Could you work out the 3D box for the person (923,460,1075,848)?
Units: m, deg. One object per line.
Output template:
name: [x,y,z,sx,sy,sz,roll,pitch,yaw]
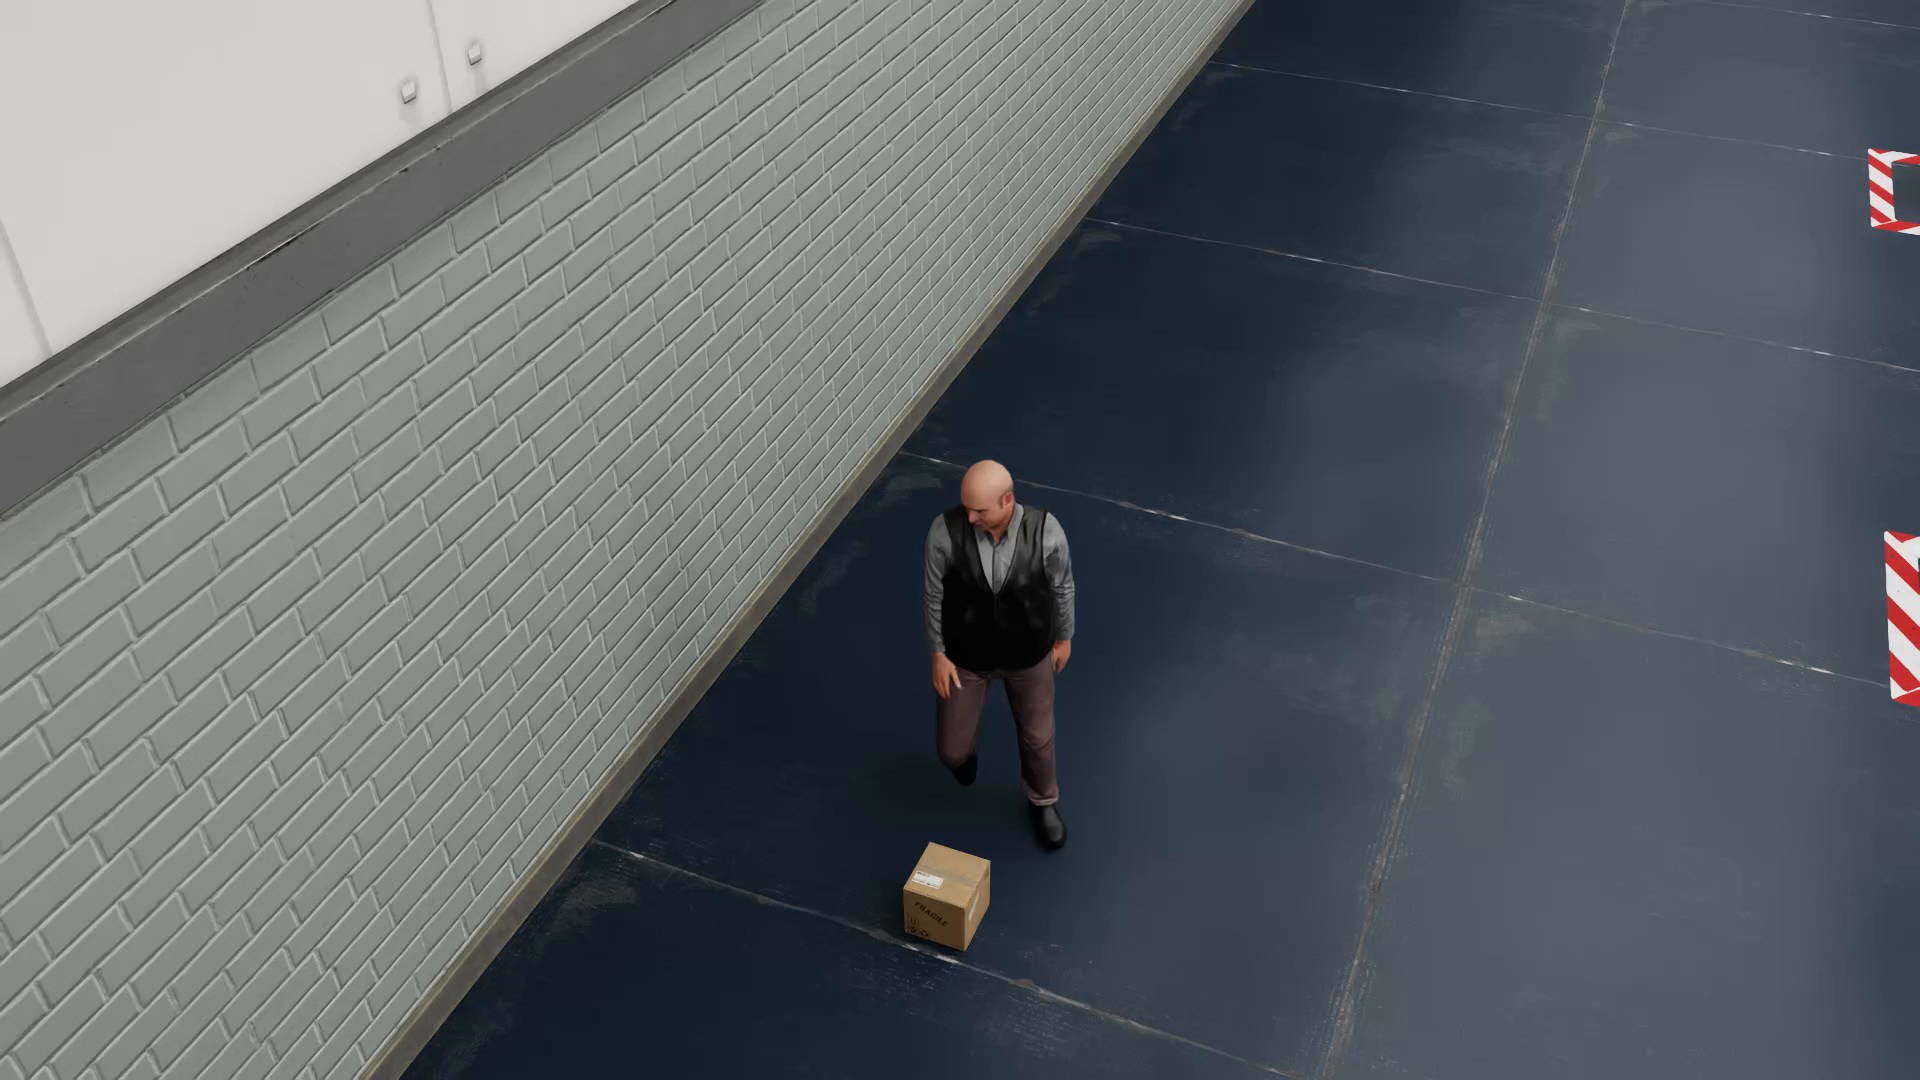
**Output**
person: [0.147,0.404,6.299,0.569,1.707,0.547,-3,37,-4]
